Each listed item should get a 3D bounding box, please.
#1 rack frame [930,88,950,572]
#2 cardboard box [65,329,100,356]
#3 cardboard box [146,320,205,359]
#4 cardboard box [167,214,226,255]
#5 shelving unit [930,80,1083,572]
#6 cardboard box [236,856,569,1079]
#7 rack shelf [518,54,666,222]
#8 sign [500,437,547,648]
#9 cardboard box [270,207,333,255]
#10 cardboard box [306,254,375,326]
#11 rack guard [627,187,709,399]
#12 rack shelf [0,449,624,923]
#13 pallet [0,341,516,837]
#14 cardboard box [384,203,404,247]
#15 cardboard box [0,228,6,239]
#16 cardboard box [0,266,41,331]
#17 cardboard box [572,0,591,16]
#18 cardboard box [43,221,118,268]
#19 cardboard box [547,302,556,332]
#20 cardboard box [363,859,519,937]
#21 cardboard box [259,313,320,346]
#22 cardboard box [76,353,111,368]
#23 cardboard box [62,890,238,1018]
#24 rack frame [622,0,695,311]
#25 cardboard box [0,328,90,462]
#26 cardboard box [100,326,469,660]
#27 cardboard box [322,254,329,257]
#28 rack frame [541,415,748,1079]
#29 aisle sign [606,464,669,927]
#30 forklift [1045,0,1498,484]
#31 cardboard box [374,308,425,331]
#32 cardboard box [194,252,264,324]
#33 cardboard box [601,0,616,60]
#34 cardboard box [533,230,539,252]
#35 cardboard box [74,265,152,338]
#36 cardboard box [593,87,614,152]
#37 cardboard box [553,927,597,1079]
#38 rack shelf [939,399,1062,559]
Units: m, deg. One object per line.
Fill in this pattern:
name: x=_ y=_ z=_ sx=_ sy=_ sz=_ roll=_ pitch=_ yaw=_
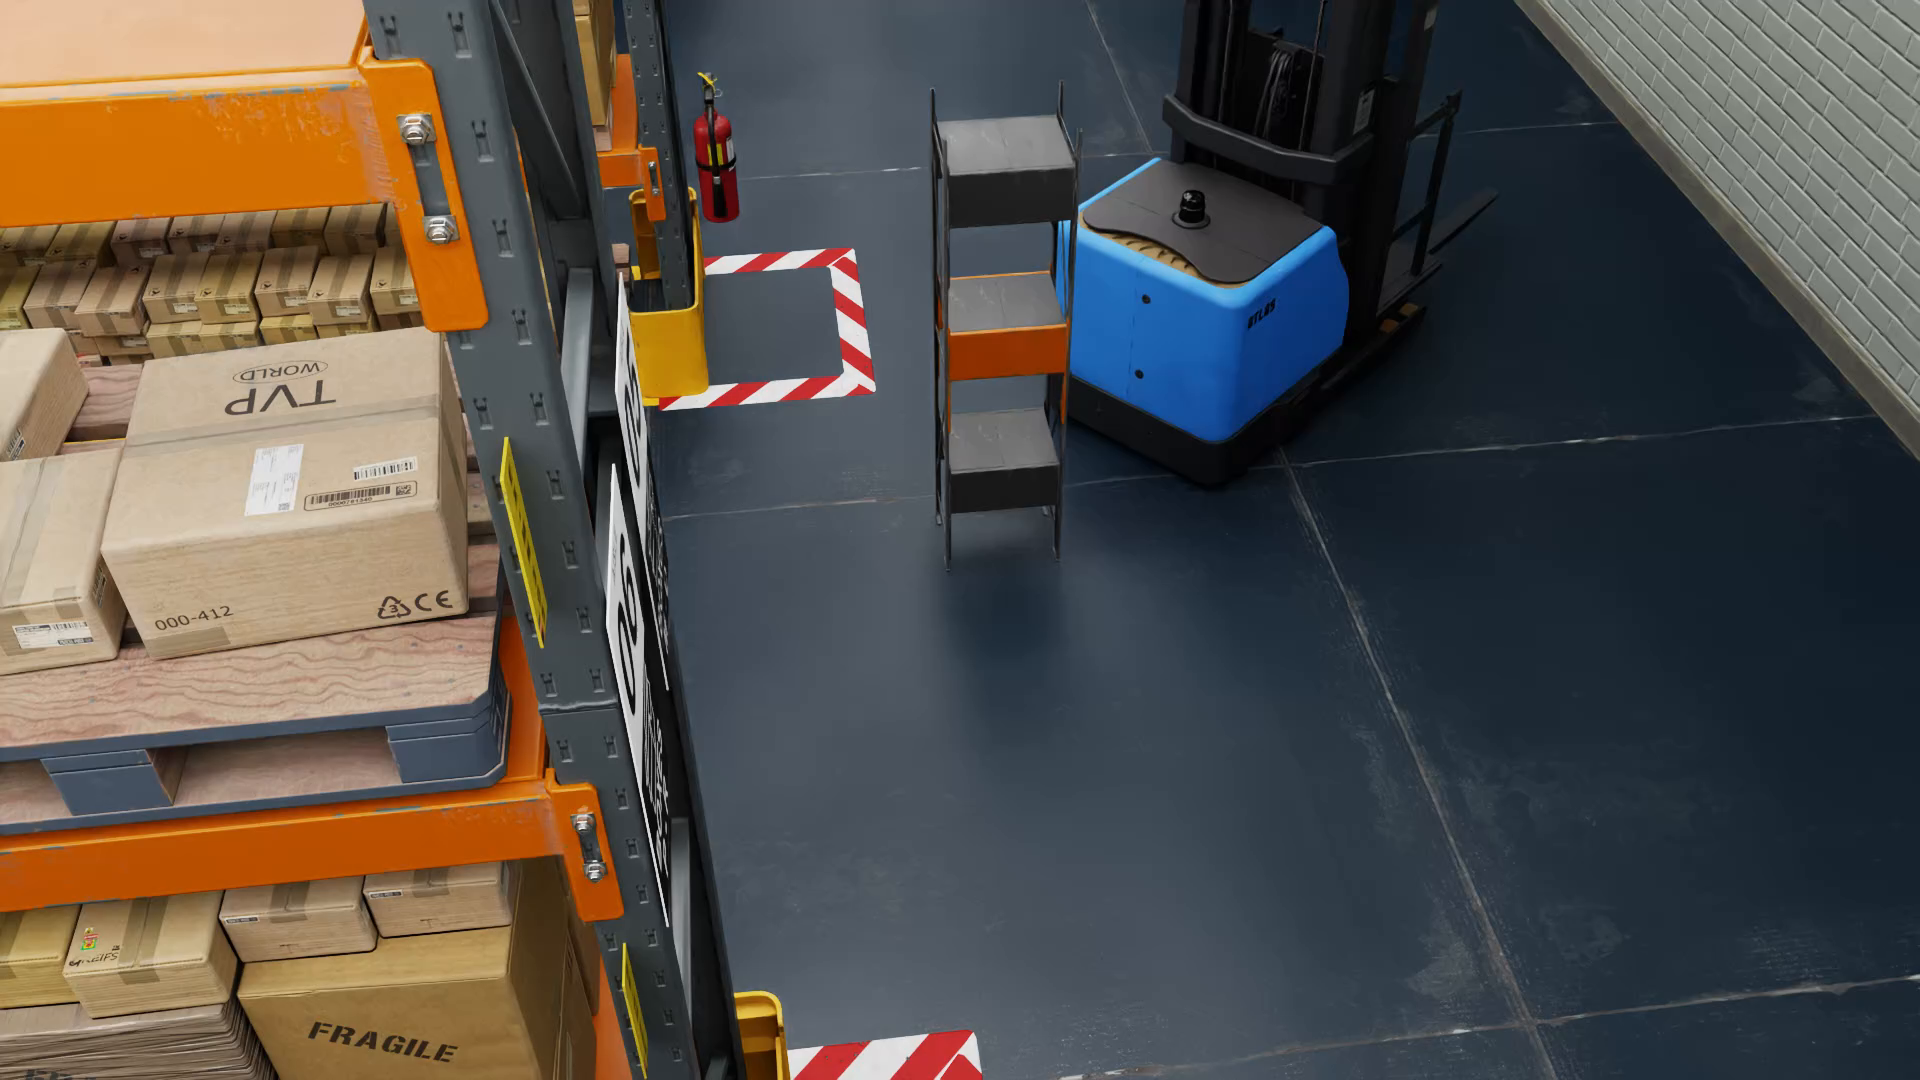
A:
rack frame: x=-0.078 y=-0.773 z=6.754 sx=0.015 sy=2.100 sz=0.400 roll=-5 pitch=42 yaw=-6
cardboard box: x=-4.241 y=-1.048 z=7.980 sx=0.250 sy=0.149 sz=0.380 roll=-7 pitch=43 yaw=-8
cardboard box: x=-3.707 y=-1.036 z=7.967 sx=0.250 sy=0.149 sz=0.380 roll=-5 pitch=42 yaw=-6
cardboard box: x=-3.783 y=-1.557 z=8.322 sx=0.250 sy=0.149 sz=0.380 roll=-6 pitch=42 yaw=-7
shelving unit: x=0.164 y=-0.794 z=6.778 sx=0.503 sy=2.100 sz=0.431 roll=-5 pitch=42 yaw=-6
cardboard box: x=-1.125 y=0.850 z=3.462 sx=0.500 sy=0.500 sz=0.500 roll=-4 pitch=42 yaw=-4
rack shelf: x=-3.403 y=-1.779 z=7.735 sx=4.000 sy=0.370 sz=1.077 roll=-5 pitch=42 yaw=-6
sign: x=-0.621 y=0.007 z=2.376 sx=0.005 sy=0.325 sz=0.100 roll=-5 pitch=42 yaw=-6
cardboard box: x=-3.286 y=-1.591 z=8.360 sx=0.250 sy=0.149 sz=0.380 roll=-4 pitch=42 yaw=-5
cardboard box: x=-2.933 y=-1.193 z=7.919 sx=0.250 sy=0.149 sz=0.380 roll=-4 pitch=42 yaw=-4
rack guard: x=-1.495 y=-1.285 z=8.517 sx=0.348 sy=0.500 sz=1.175 roll=-5 pitch=42 yaw=-6
rack shelf: x=-2.661 y=0.386 z=3.096 sx=4.000 sy=0.370 sz=1.077 roll=-5 pitch=42 yaw=-6
pallet: x=-1.412 y=0.049 z=2.998 sx=1.213 sy=0.211 sz=1.003 roll=-5 pitch=42 yaw=-6
cardboard box: x=-2.743 y=-1.601 z=8.372 sx=0.250 sy=0.149 sz=0.380 roll=-7 pitch=43 yaw=-8
cardboard box: x=-4.819 y=-1.443 z=8.196 sx=0.250 sy=0.149 sz=0.380 roll=-5 pitch=42 yaw=-5
cardboard box: x=-4.493 y=-1.122 z=7.841 sx=0.250 sy=0.149 sz=0.380 roll=-6 pitch=42 yaw=-6
cardboard box: x=-1.842 y=-2.534 z=6.992 sx=0.500 sy=0.500 sz=0.500 roll=-6 pitch=42 yaw=-6
cardboard box: x=-4.306 y=-1.440 z=8.193 sx=0.250 sy=0.149 sz=0.380 roll=-4 pitch=42 yaw=-4
cardboard box: x=-1.906 y=-1.192 z=8.140 sx=0.250 sy=0.149 sz=0.380 roll=-6 pitch=42 yaw=-7
cardboard box: x=-1.008 y=0.574 z=3.284 sx=0.250 sy=0.149 sz=0.380 roll=-4 pitch=42 yaw=-5
cardboard box: x=-3.190 y=-1.083 z=8.019 sx=0.250 sy=0.149 sz=0.380 roll=-3 pitch=42 yaw=-3
cardboard box: x=-4.235 y=-0.923 z=8.063 sx=0.250 sy=0.149 sz=0.380 roll=-6 pitch=42 yaw=-6
cardboard box: x=-1.502 y=0.690 z=3.155 sx=0.250 sy=0.149 sz=0.380 roll=-5 pitch=42 yaw=-6
rack frame: x=-1.420 y=-2.220 z=7.687 sx=0.127 sy=3.000 sz=1.000 roll=-5 pitch=42 yaw=-6
cardboard box: x=-1.787 y=-0.213 z=3.022 sx=0.250 sy=0.149 sz=0.380 roll=-4 pitch=42 yaw=-4
cardboard box: x=-1.113 y=-0.094 z=2.814 sx=0.500 sy=0.250 sz=0.500 roll=-9 pitch=43 yaw=-9
cardboard box: x=-3.266 y=-1.399 z=8.370 sx=0.250 sy=0.149 sz=0.380 roll=-3 pitch=42 yaw=-3
rack frame: x=-0.678 y=1.059 z=4.052 sx=0.127 sy=3.000 sz=1.000 roll=-5 pitch=42 yaw=-6
aisle sign: x=-0.566 y=0.293 z=2.960 sx=0.004 sy=0.787 sz=0.394 roll=-5 pitch=42 yaw=-6
forklift: x=1.763 y=-2.256 z=7.777 sx=1.130 sy=2.935 sz=3.031 roll=30 pitch=50 yaw=29
cardboard box: x=-2.701 y=-1.191 z=8.139 sx=0.250 sy=0.149 sz=0.380 roll=-5 pitch=42 yaw=-6
cardboard box: x=-3.465 y=-1.202 z=7.929 sx=0.250 sy=0.149 sz=0.380 roll=-5 pitch=42 yaw=-5
cardboard box: x=-1.901 y=-2.512 z=7.714 sx=0.500 sy=0.500 sz=0.500 roll=-3 pitch=42 yaw=-3
cardboard box: x=-2.169 y=-1.340 z=8.082 sx=0.250 sy=0.149 sz=0.380 roll=-4 pitch=42 yaw=-5
cardboard box: x=-3.974 y=-1.128 z=7.847 sx=0.250 sy=0.149 sz=0.380 roll=-4 pitch=42 yaw=-5
cardboard box: x=-1.707 y=-1.911 z=7.531 sx=0.250 sy=0.149 sz=0.380 roll=-5 pitch=42 yaw=-5
cardboard box: x=-1.122 y=1.239 z=3.777 sx=0.500 sy=0.500 sz=0.500 roll=-5 pitch=42 yaw=-5
rack shelf: x=0.164 y=-0.264 z=7.256 sx=0.480 sy=0.518 sz=0.431 roll=-5 pitch=42 yaw=-6
